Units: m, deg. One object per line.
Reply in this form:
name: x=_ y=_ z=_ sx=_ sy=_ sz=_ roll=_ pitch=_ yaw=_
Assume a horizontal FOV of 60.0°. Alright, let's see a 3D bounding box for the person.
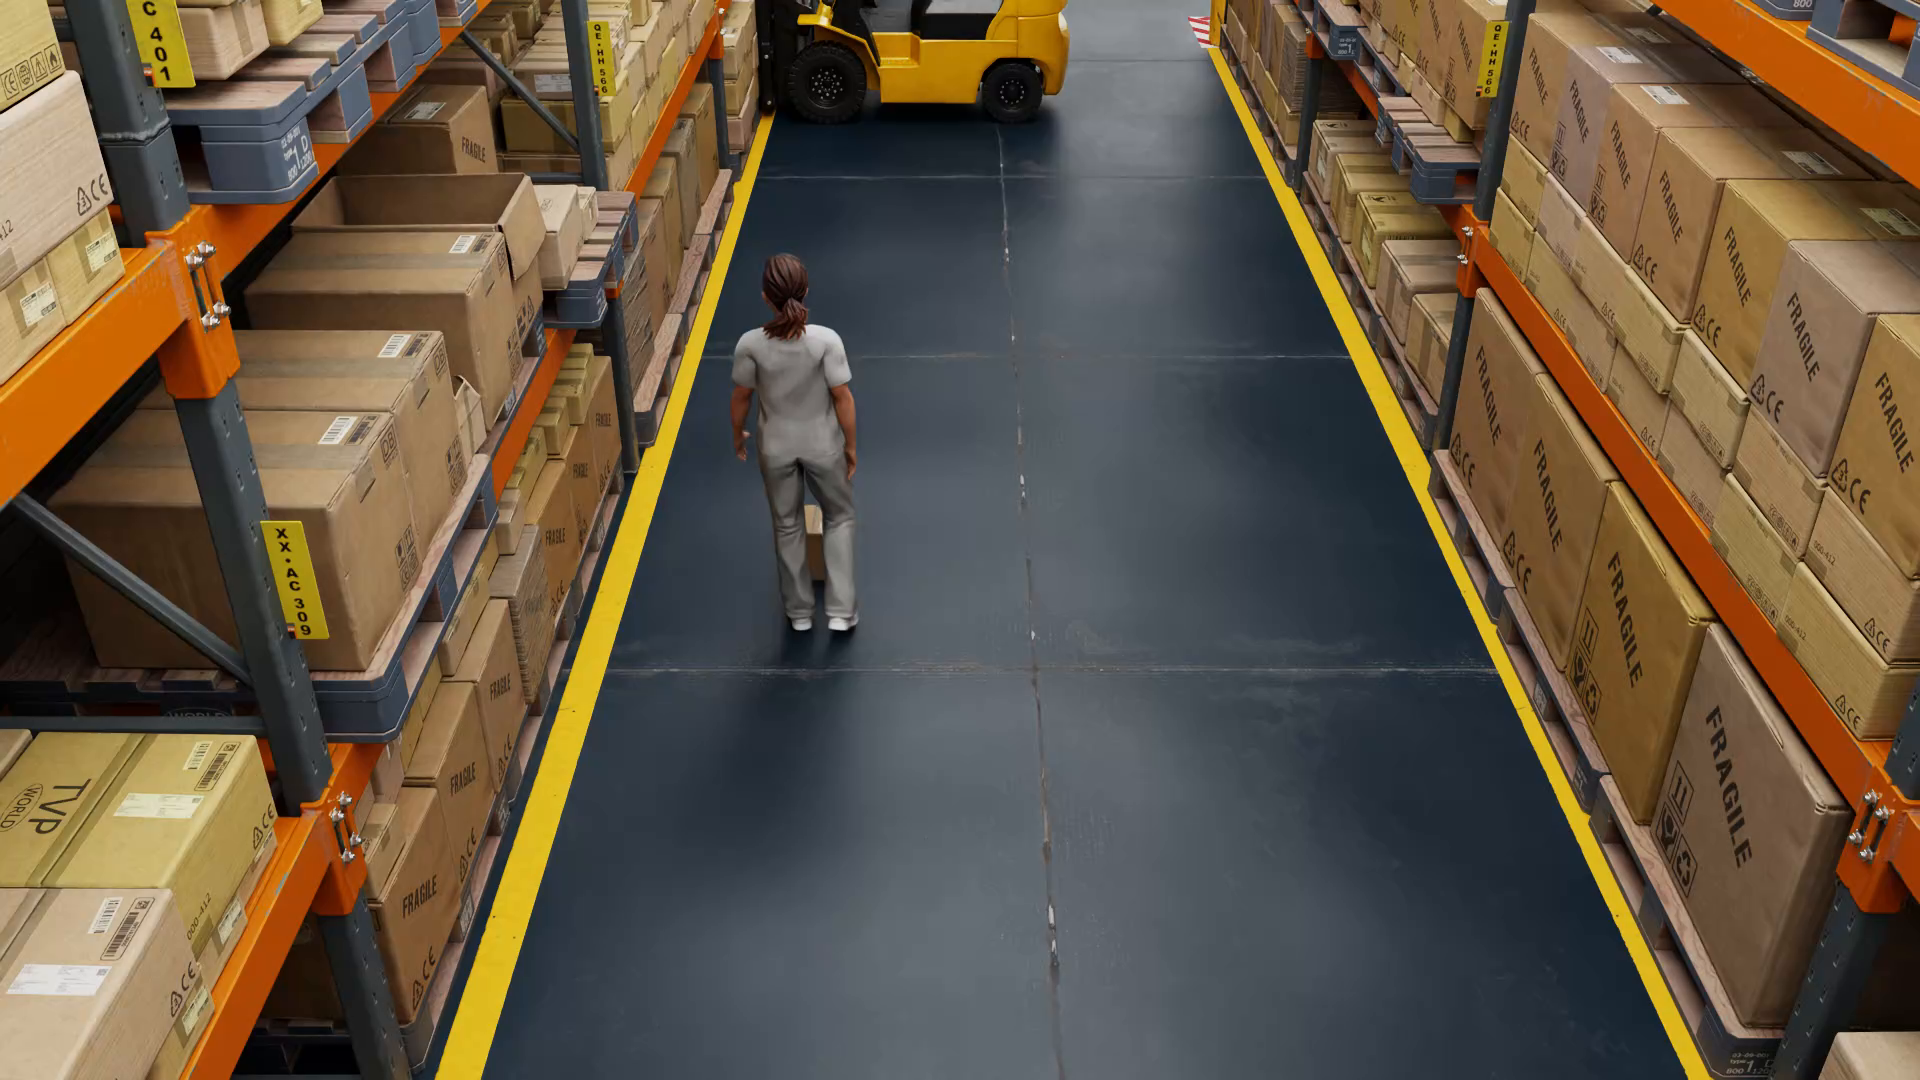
person: x=-0.666 y=-0.351 z=6.718 sx=0.509 sy=1.717 sz=0.423 roll=0 pitch=32 yaw=1
